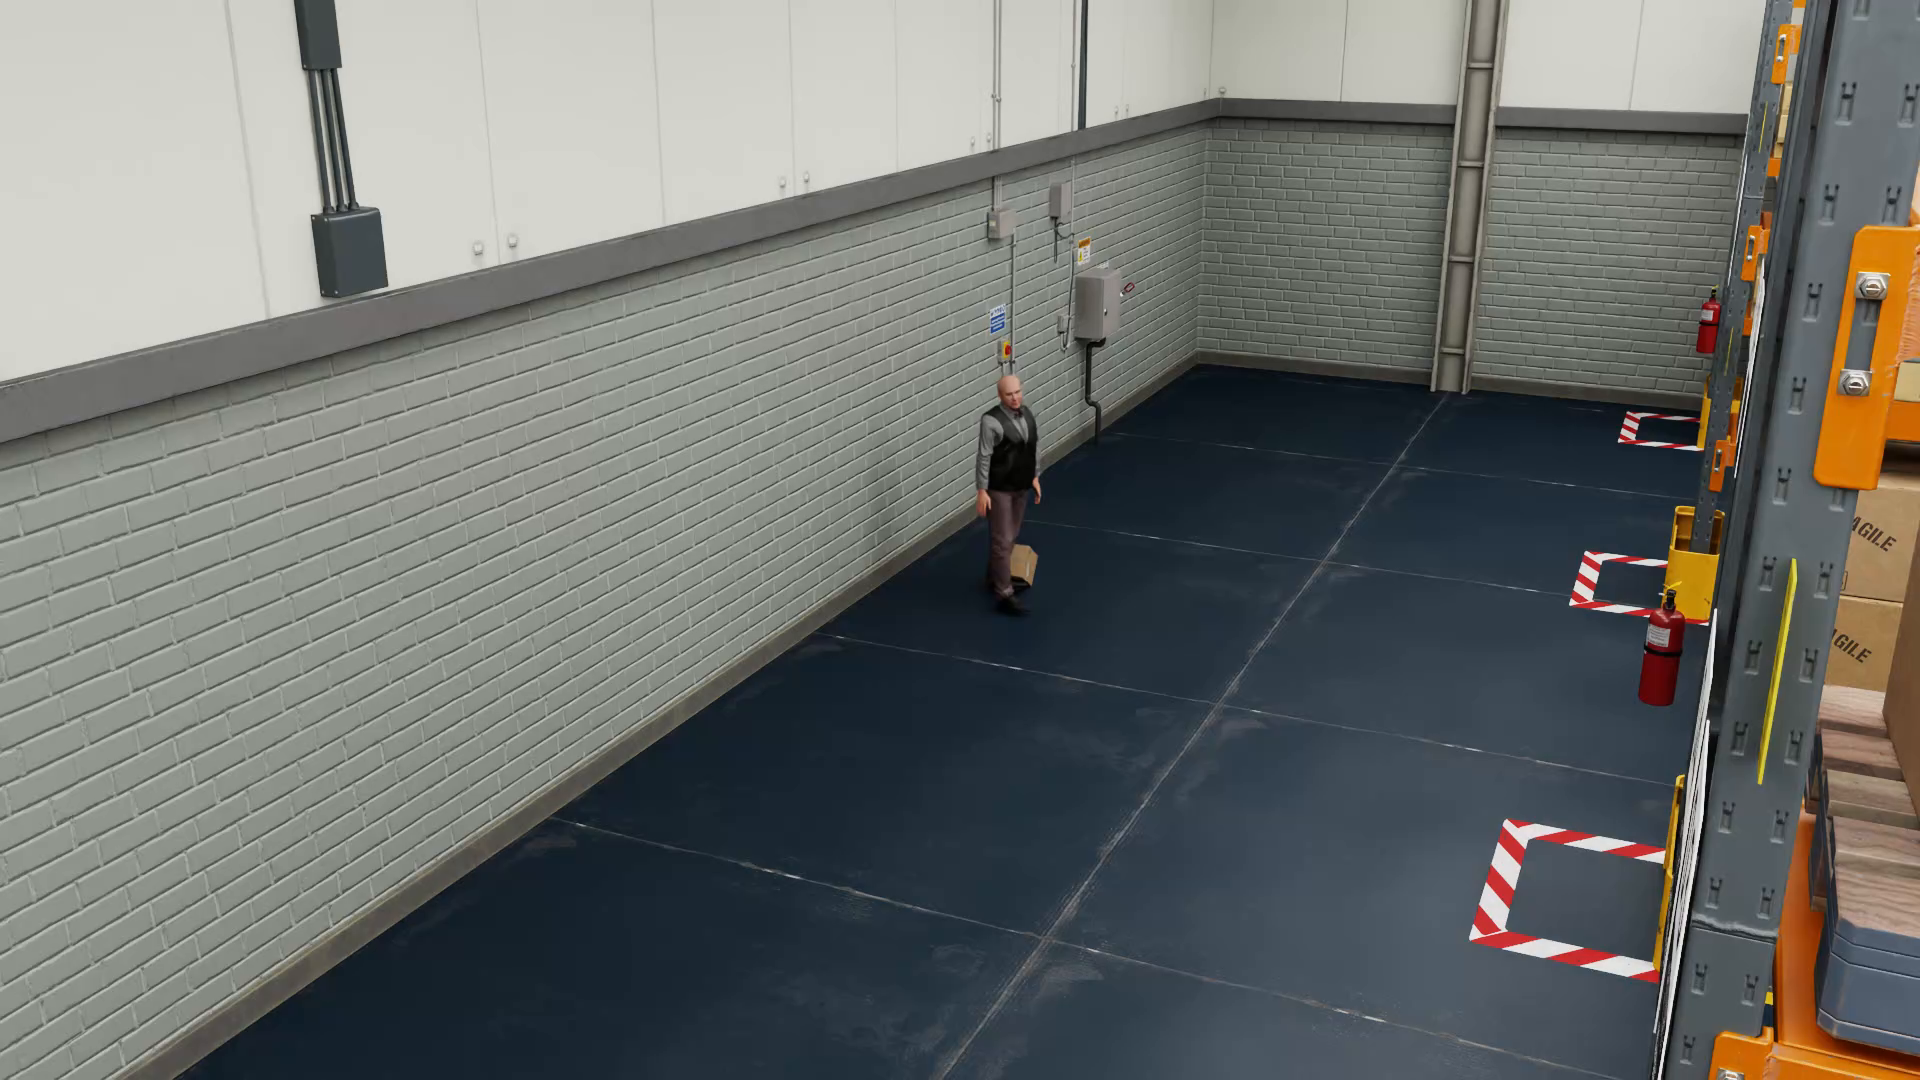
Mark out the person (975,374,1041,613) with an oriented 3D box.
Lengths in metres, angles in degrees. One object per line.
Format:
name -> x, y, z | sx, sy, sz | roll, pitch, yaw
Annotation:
person -> 0.360, -0.357, 12.080 | 0.587, 1.719, 0.621 | 15, 24, 38
